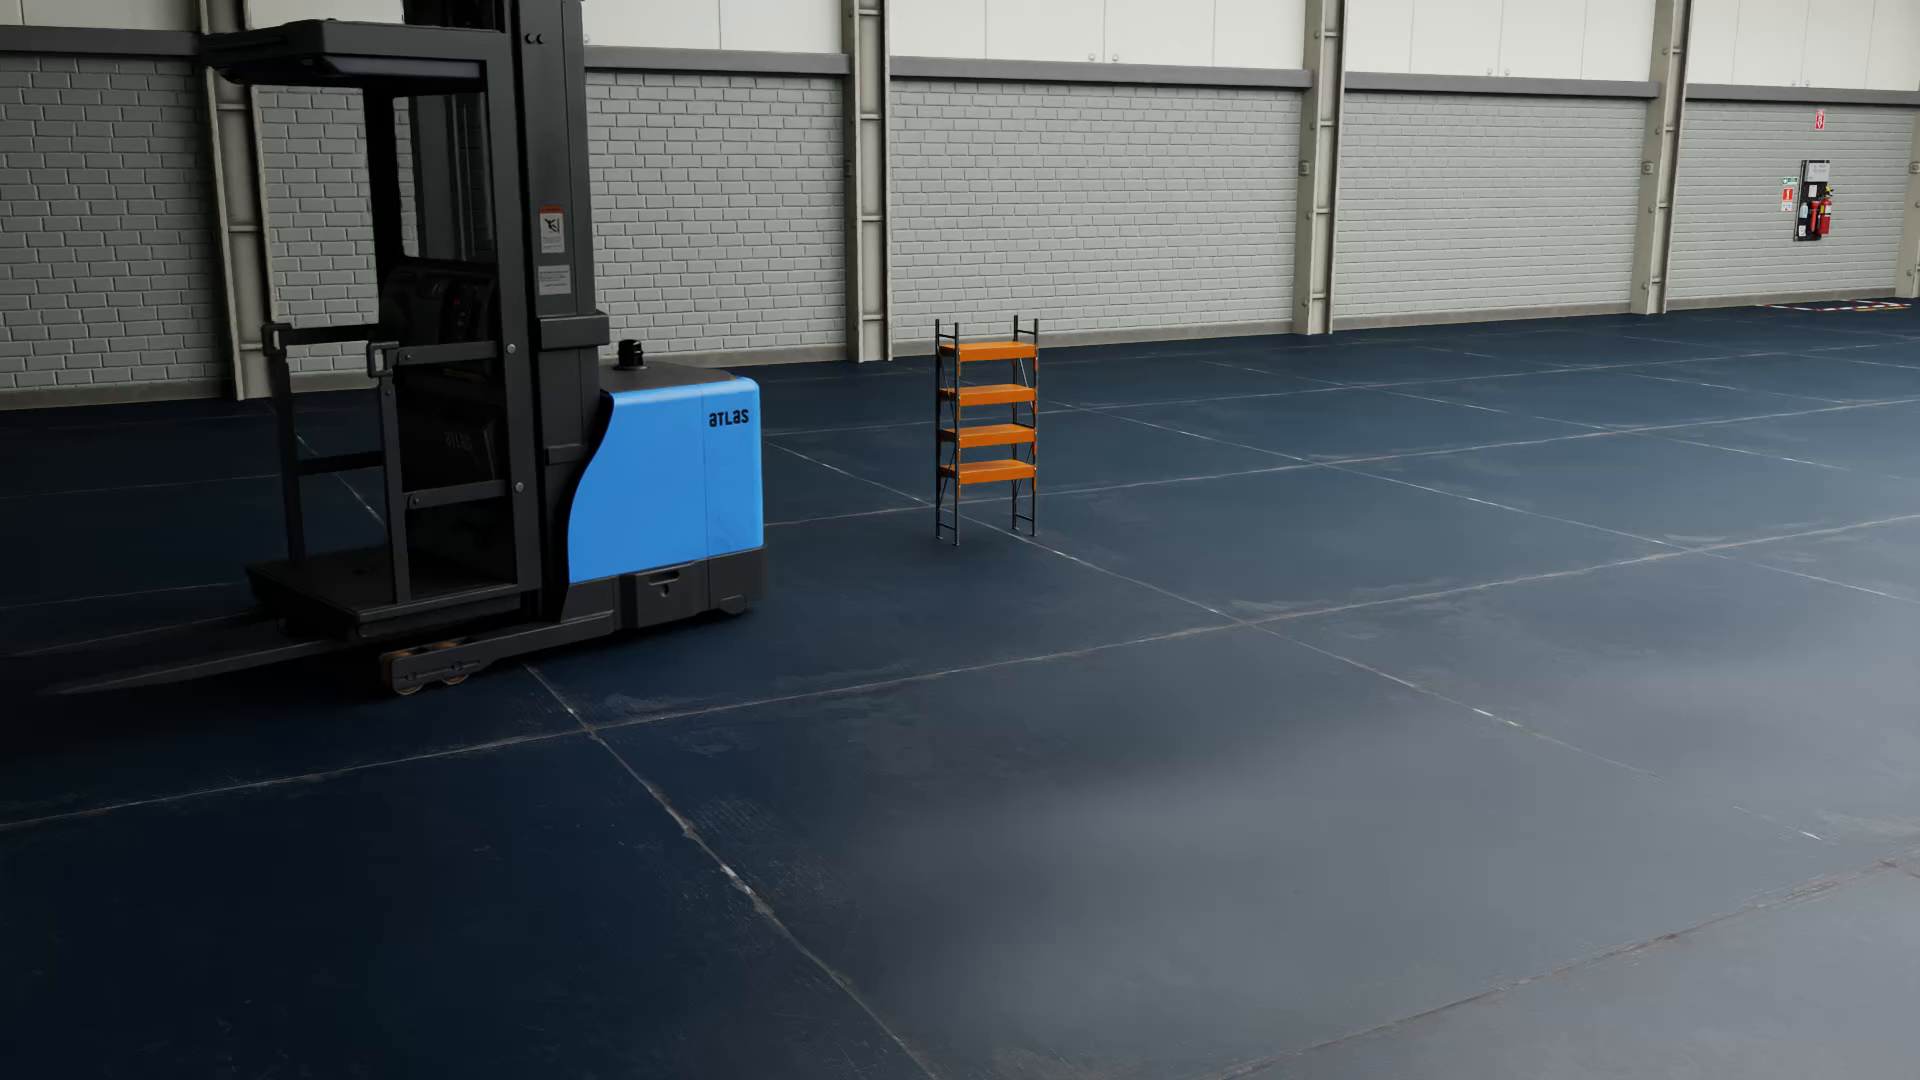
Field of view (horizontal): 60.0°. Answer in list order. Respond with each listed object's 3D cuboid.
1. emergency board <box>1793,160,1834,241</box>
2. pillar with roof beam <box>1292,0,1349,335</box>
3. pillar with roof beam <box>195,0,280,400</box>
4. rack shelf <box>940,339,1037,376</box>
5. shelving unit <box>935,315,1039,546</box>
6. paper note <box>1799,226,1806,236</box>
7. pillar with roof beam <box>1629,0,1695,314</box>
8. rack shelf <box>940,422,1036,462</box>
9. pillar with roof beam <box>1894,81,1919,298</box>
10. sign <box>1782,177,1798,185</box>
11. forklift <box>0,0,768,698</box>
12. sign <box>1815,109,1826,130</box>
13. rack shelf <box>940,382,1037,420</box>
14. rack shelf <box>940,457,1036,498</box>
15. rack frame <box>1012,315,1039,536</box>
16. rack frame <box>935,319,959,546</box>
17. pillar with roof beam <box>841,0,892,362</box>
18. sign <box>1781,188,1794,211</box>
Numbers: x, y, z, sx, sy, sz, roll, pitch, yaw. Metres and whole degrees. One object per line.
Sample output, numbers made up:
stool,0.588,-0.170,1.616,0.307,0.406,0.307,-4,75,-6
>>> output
emergency board,12.655,-5.008,24.531,0.643,1.169,0.194,-7,14,-28
pillar with roof beam,6.372,-6.095,15.699,0.400,9.000,9.100,-7,14,-28
pillar with roof beam,-4.161,-4.833,10.089,0.400,9.000,9.100,-7,14,-28
rack shelf,0.145,-0.986,8.969,0.480,0.148,0.258,-7,14,-28
shelving unit,0.145,-0.603,9.055,0.503,1.200,0.258,-7,14,-28
paper note,12.466,-4.573,24.604,0.142,0.148,0.016,-7,14,-28
pillar with roof beam,11.638,-6.727,18.503,0.400,9.000,9.100,-7,14,-28
rack shelf,0.145,-0.537,9.070,0.480,0.148,0.258,-7,14,-28
pillar with roof beam,16.905,-7.358,21.308,0.400,9.000,9.100,-7,14,-28
sign,12.128,-5.245,24.293,0.331,0.109,0.001,-7,14,-28
forklift,-2.298,-0.958,6.689,3.031,2.935,1.130,-12,17,-42
sign,12.600,-6.157,24.358,0.199,0.298,0.001,-7,14,-28
rack shelf,0.145,-0.755,9.020,0.480,0.148,0.258,-7,14,-28
rack shelf,0.145,-0.343,9.113,0.480,0.148,0.258,-7,14,-28
rack frame,0.359,-0.628,9.169,0.015,1.200,0.240,-7,14,-28
rack frame,-0.069,-0.577,8.941,0.015,1.200,0.240,-7,14,-28
pillar with roof beam,1.106,-5.464,12.894,0.400,9.000,9.100,-7,14,-28
sign,12.120,-4.987,24.357,0.234,0.329,0.001,-7,14,-28
